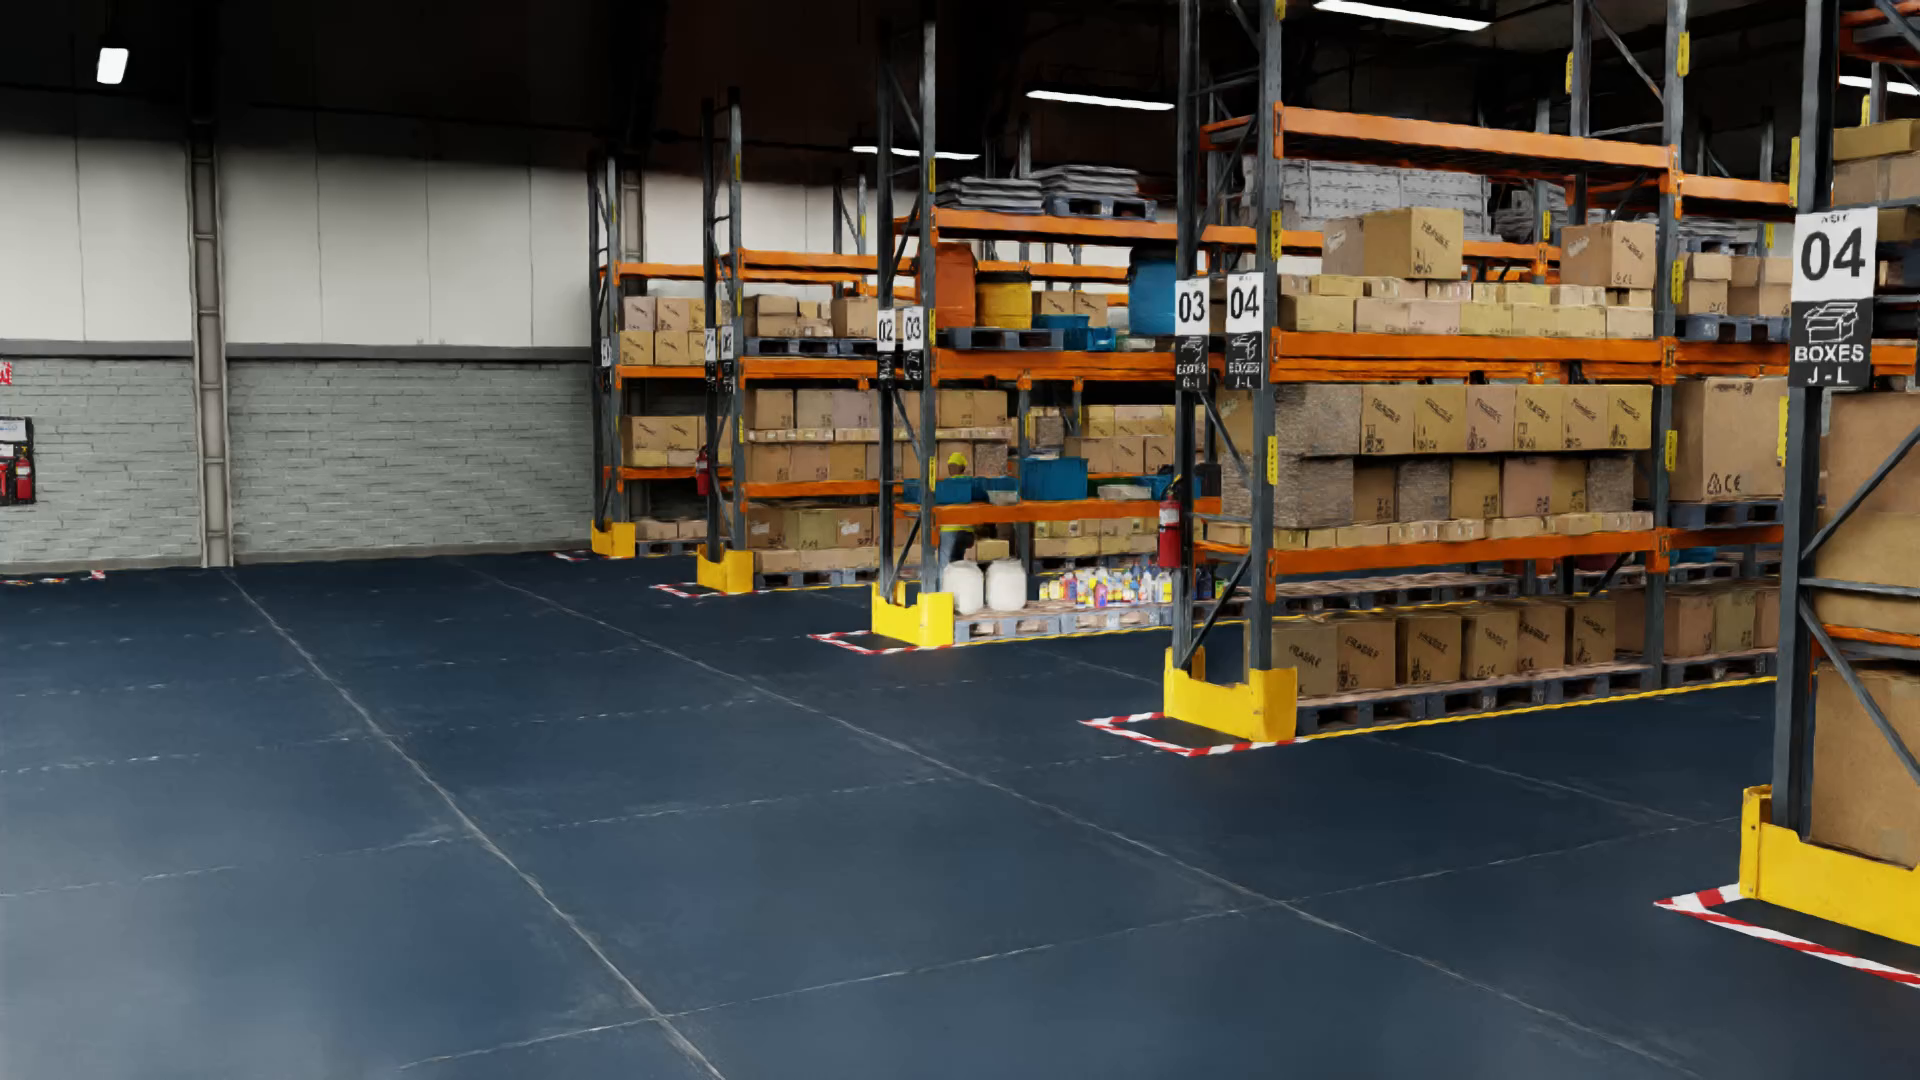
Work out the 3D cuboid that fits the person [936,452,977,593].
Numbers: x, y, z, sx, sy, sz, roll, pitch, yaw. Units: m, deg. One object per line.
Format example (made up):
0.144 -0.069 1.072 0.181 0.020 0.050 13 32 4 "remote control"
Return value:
-0.065 -0.081 18.010 0.627 1.745 0.393 -4 6 -38 "person"
